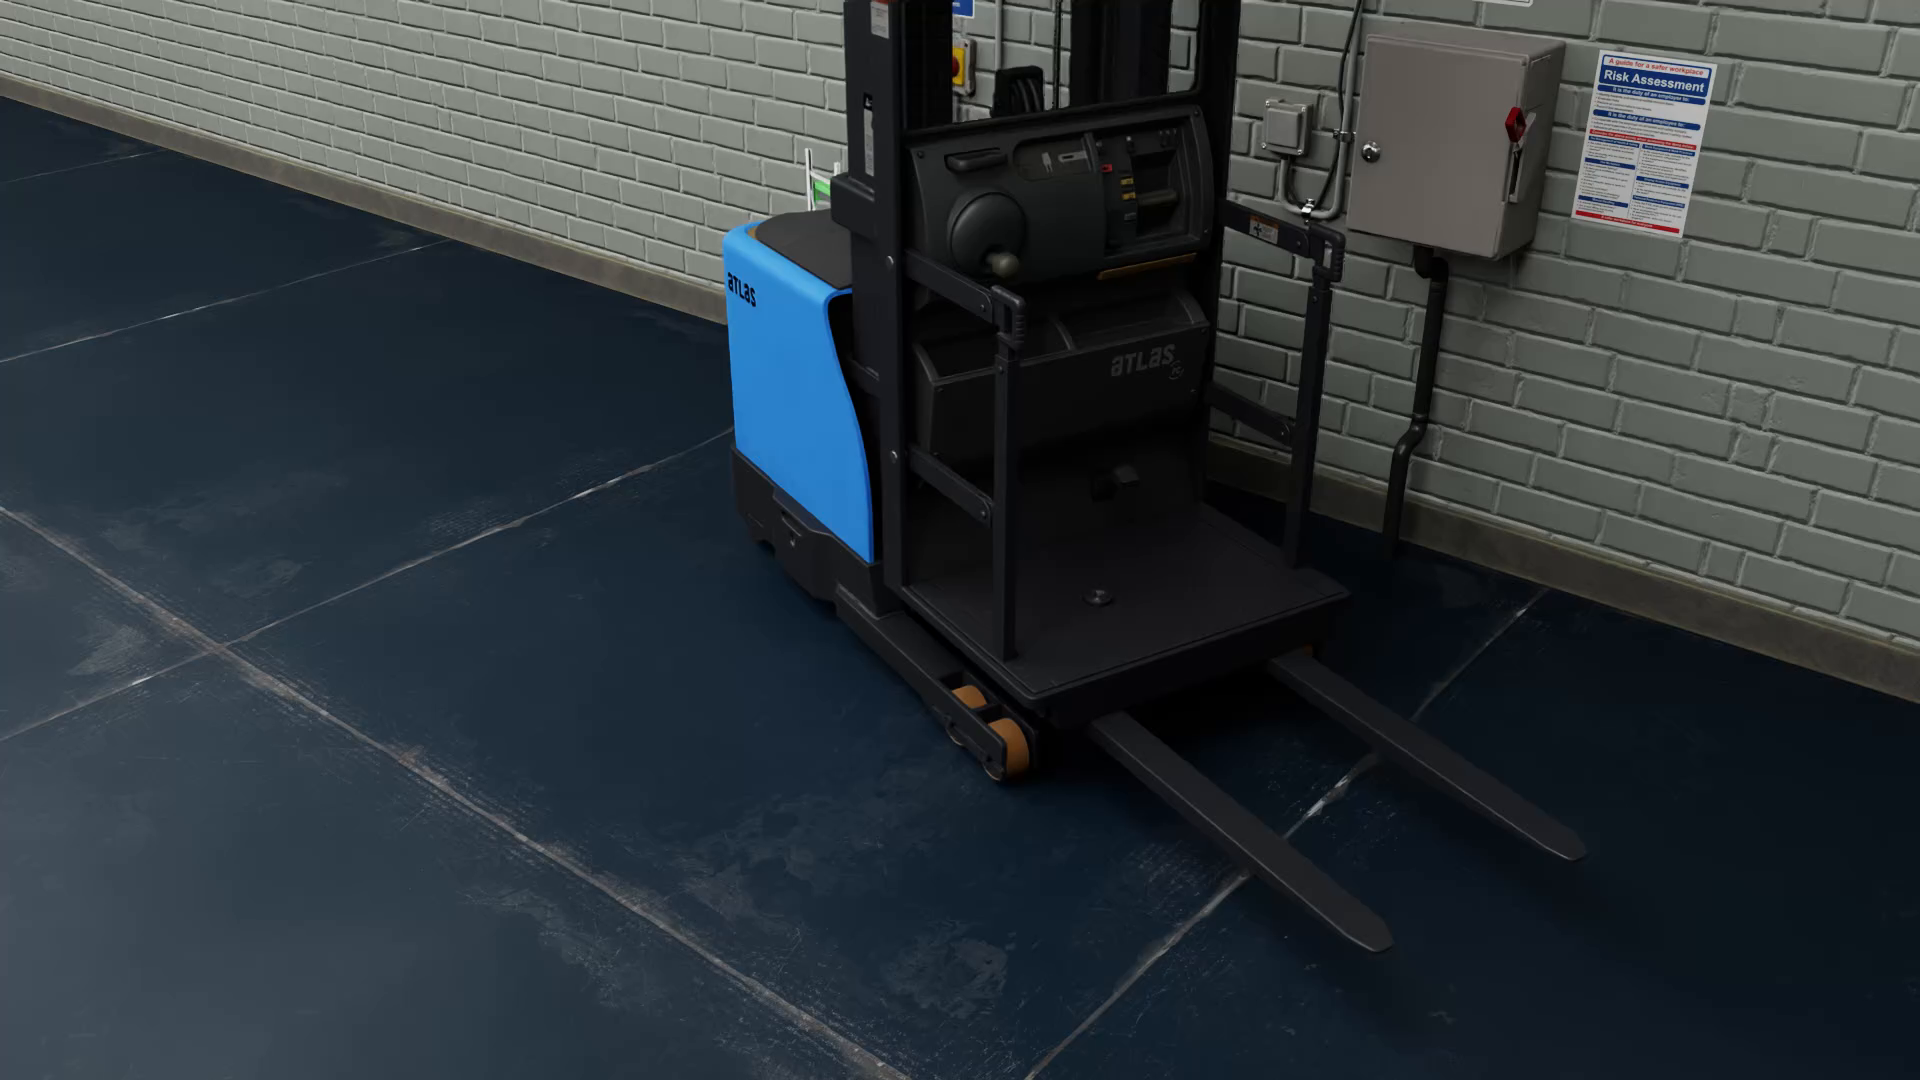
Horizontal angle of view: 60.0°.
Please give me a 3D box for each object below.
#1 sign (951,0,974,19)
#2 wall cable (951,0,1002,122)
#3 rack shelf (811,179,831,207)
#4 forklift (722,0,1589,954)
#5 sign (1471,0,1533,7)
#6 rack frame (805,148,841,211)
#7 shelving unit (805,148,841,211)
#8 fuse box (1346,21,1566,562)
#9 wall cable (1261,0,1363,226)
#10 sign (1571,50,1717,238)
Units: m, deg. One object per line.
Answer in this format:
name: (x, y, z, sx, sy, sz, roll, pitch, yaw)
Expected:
sign: (-0.075, -2.076, 6.205, 0.327, 0.218, 0.001, 21, 34, 34)
wall cable: (-0.077, -2.386, 5.957, 0.585, 1.953, 0.123, 21, 34, 34)
rack shelf: (-0.259, -1.206, 5.869, 0.480, 0.148, 0.258, -15, 31, -27)
forklift: (0.402, -0.896, 4.292, 1.130, 2.935, 3.031, -15, 31, -27)
sign: (1.540, -1.711, 4.894, 0.339, 0.242, 0.001, 21, 34, 34)
rack frame: (-0.468, -0.778, 5.948, 0.015, 1.200, 0.240, -15, 31, -27)
shelving unit: (-0.259, -0.836, 6.059, 0.503, 1.200, 0.258, -15, 31, -27)
fuse box: (1.451, -0.682, 5.207, 0.539, 1.711, 0.414, 21, 34, 34)
wall cable: (1.025, -1.961, 5.171, 0.588, 1.984, 0.122, 21, 34, 34)
sign: (1.964, -1.142, 4.796, 0.329, 0.494, 0.001, 21, 34, 34)
